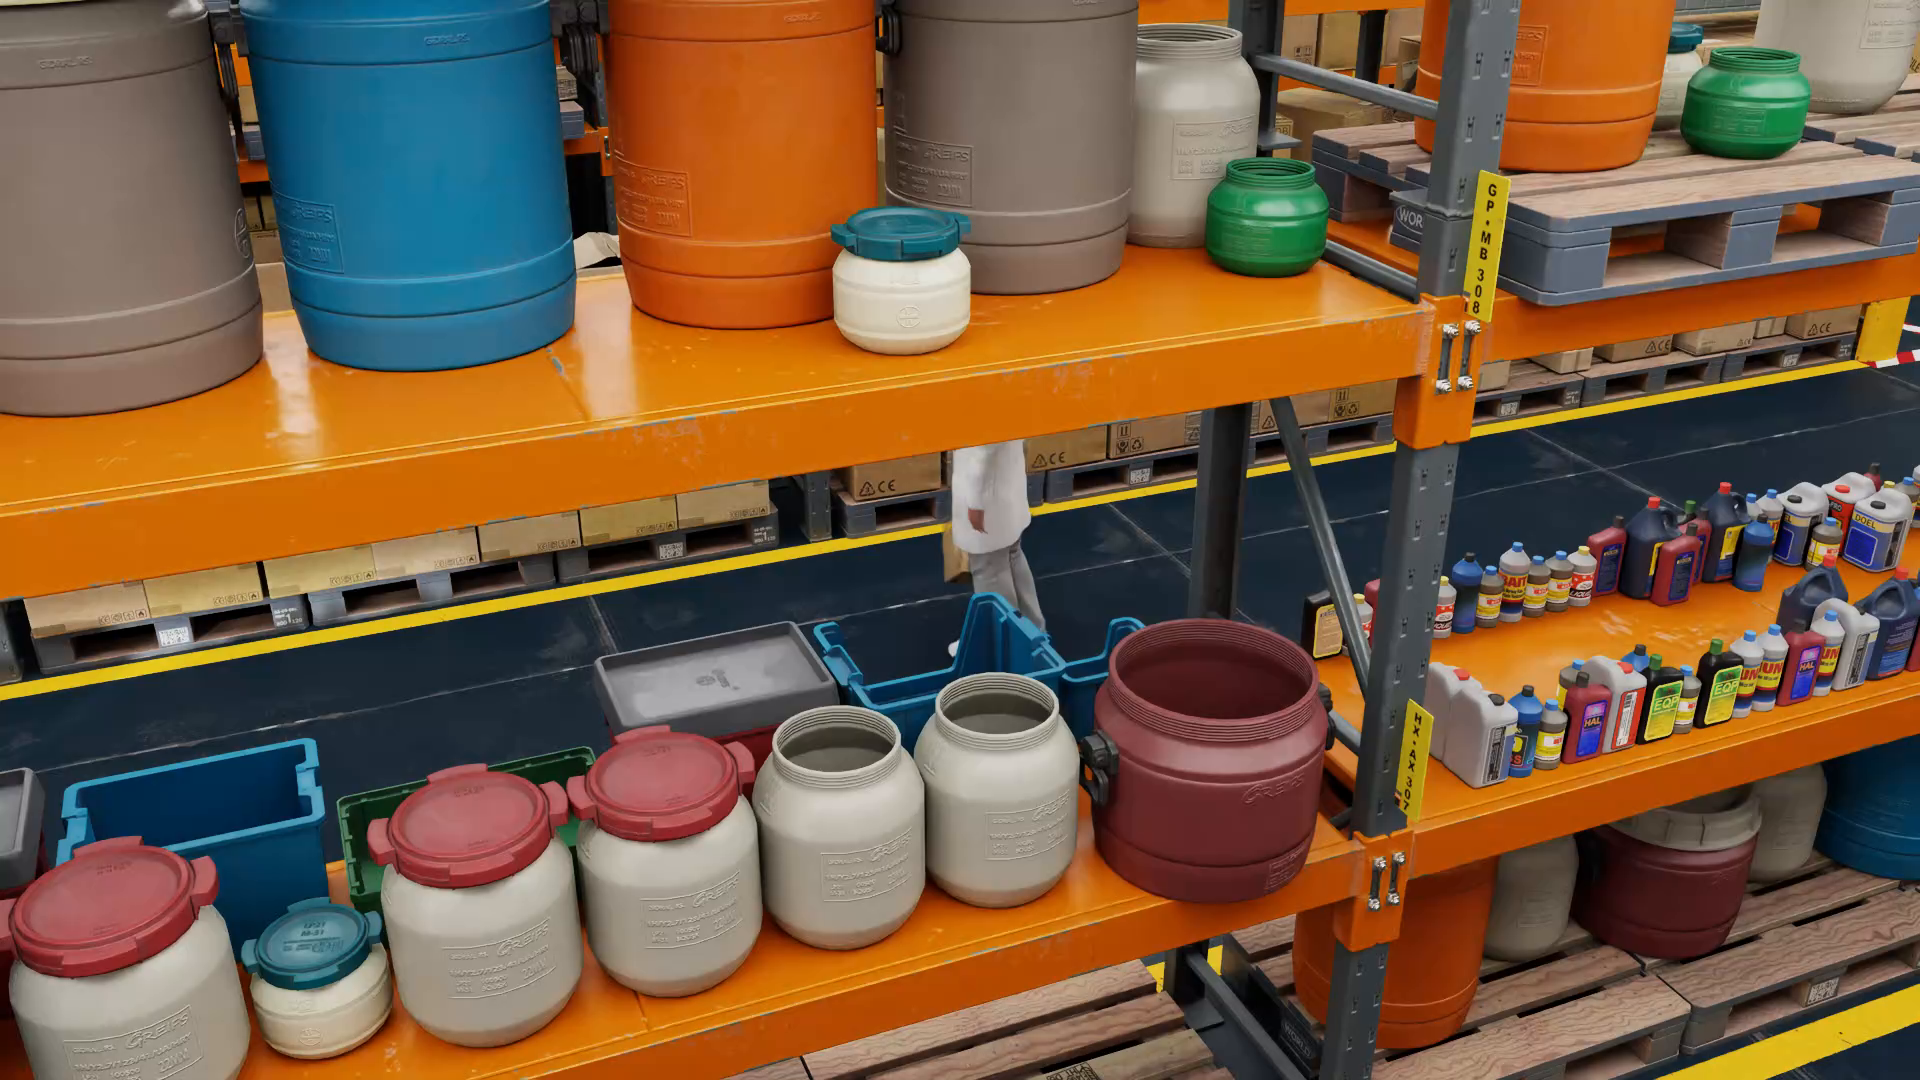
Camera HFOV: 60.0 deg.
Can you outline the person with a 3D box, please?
[{"bbox_3d":[0.172,-0.257,7.626,0.445,1.781,0.720,10,27,19],"label":"person"}]
